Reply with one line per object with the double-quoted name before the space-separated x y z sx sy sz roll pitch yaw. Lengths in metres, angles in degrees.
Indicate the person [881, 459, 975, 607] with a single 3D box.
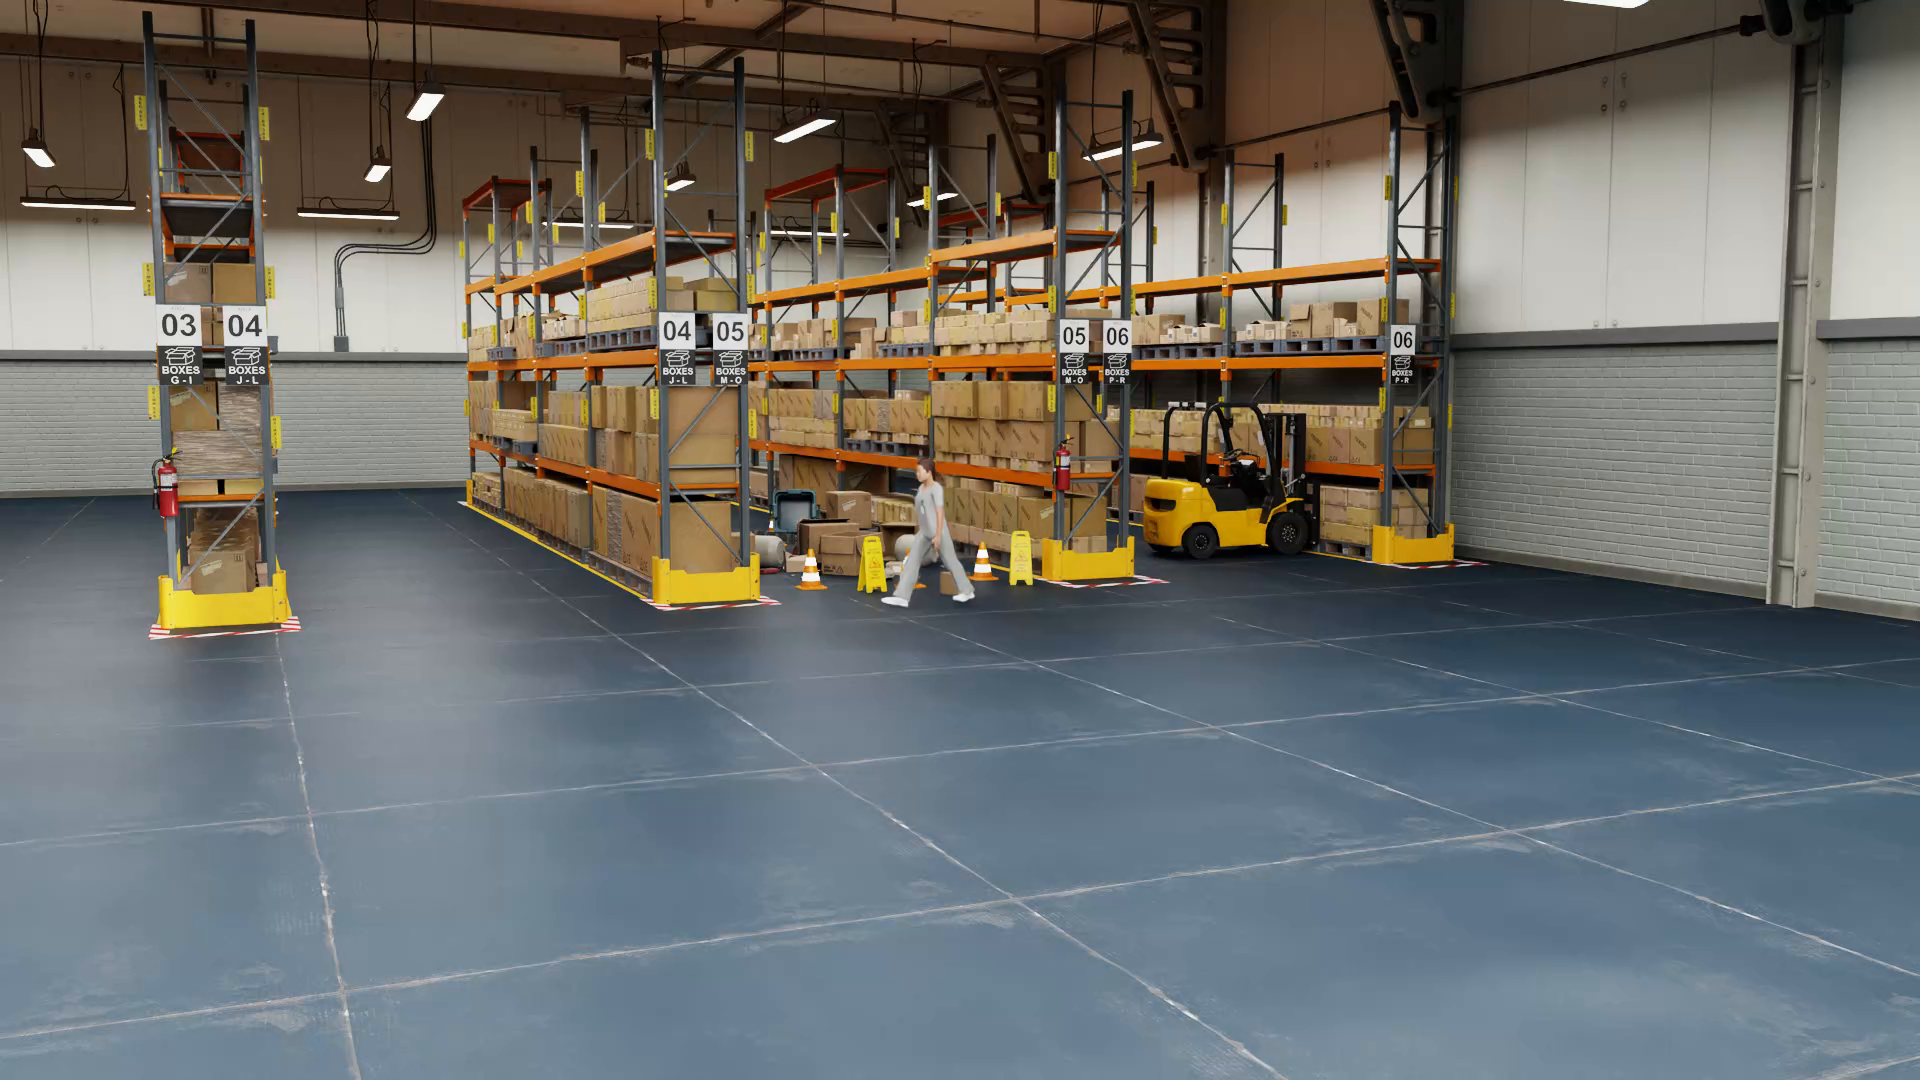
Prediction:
"person" -0.306 -0.082 17.985 1.097 1.600 0.448 -4 7 -37
